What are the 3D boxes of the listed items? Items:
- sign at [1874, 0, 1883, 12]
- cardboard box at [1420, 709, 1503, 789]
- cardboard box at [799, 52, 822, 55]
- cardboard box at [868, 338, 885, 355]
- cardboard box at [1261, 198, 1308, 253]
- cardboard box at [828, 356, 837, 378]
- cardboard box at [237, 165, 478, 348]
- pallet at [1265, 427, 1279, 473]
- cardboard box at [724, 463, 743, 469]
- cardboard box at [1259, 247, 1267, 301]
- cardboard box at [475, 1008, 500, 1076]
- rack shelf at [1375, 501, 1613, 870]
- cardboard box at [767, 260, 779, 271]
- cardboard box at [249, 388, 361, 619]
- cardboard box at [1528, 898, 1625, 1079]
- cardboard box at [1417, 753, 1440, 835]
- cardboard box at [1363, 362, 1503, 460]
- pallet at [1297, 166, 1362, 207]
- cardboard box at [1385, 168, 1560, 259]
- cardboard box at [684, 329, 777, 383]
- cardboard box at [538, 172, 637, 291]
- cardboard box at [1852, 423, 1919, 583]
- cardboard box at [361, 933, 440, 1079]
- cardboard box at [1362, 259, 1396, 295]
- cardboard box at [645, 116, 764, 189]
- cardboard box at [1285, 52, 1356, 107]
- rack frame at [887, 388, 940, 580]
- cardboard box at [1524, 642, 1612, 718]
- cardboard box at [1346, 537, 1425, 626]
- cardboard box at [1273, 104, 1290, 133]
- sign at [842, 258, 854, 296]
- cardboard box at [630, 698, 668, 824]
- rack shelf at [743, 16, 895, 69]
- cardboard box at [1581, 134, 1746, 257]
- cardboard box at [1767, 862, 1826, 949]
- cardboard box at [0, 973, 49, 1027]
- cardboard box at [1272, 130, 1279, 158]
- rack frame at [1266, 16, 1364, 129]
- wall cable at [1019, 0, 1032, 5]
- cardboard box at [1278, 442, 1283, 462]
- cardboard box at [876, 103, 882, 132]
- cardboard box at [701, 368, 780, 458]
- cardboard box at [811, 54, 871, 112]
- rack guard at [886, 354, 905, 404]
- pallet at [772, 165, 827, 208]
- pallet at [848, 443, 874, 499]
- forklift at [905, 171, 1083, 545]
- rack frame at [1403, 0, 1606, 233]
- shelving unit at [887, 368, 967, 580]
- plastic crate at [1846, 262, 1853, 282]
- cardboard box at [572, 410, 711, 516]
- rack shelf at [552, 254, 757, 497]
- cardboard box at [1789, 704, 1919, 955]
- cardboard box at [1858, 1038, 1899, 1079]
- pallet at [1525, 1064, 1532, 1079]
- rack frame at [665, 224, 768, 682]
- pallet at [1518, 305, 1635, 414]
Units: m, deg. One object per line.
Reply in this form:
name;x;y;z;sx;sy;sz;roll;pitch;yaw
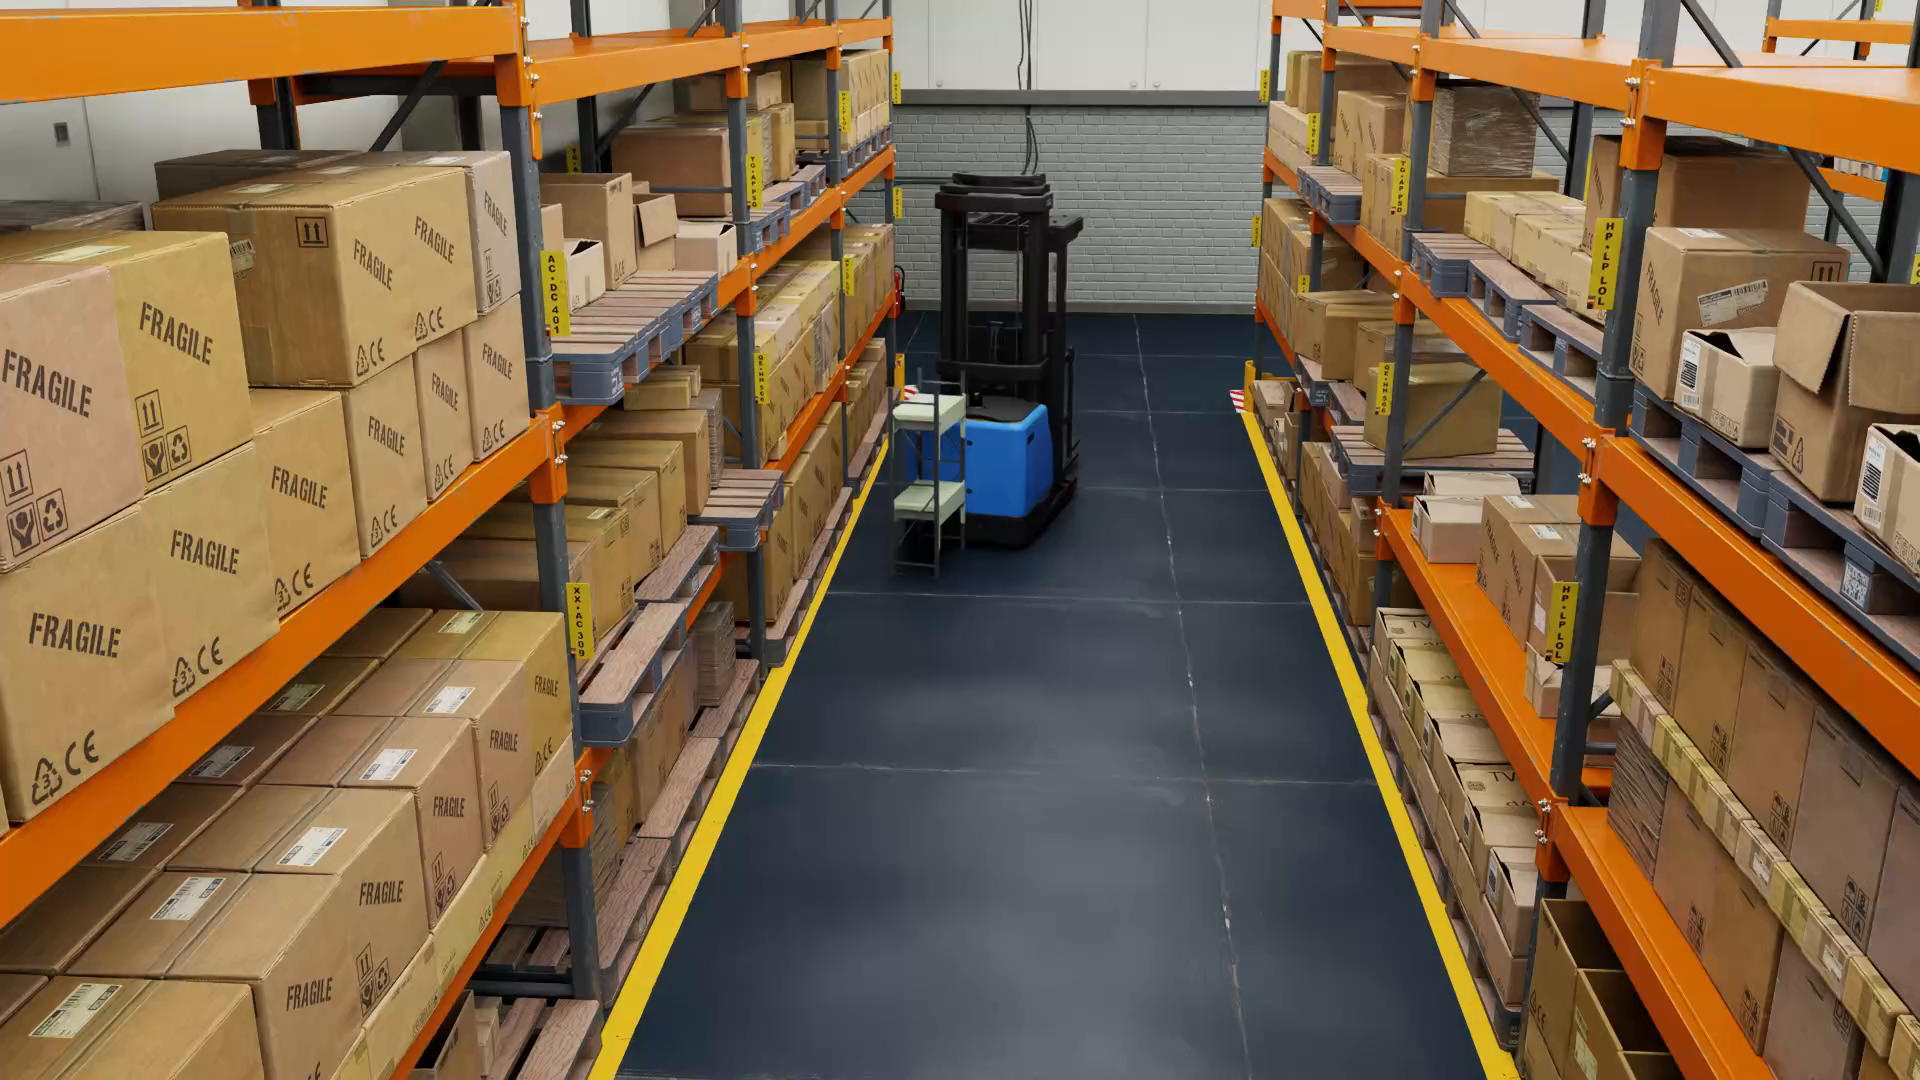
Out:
sign;9.213;-5.466;16.671;0.100;0.325;0.005;1;18;4
cardboard box;2.715;1.075;8.666;0.500;0.311;0.500;1;18;3
cardboard box;-1.592;-4.413;15.957;0.500;0.500;0.500;1;18;4
cardboard box;-0.996;-2.053;17.671;0.380;0.149;0.250;1;18;3
cardboard box;3.428;-3.278;17.345;0.500;0.500;0.500;2;18;6
cardboard box;-1.241;-1.455;13.916;0.380;0.149;0.250;2;18;5
cardboard box;-1.873;-0.895;5.220;0.500;0.500;0.500;2;18;7
pallet;3.571;-0.913;16.372;1.003;0.211;1.213;1;18;4
cardboard box;-1.537;-0.500;11.002;0.380;0.149;0.250;1;18;3
cardboard box;3.428;-2.803;17.500;0.500;0.500;0.500;2;18;5
cardboard box;-2.087;2.034;6.742;0.380;0.166;0.250;-1;18;-3
rack shelf;3.006;0.560;8.552;1.077;0.370;4.000;1;18;4
cardboard box;-1.798;-2.172;13.861;0.500;0.250;0.500;2;18;6
cardboard box;-1.967;-0.103;4.409;0.500;0.500;0.500;2;18;7
cardboard box;2.517;1.727;6.372;0.500;0.500;0.500;1;18;4
cardboard box;2.716;1.337;8.766;0.500;0.250;0.500;2;18;5
cardboard box;3.082;-0.848;10.859;0.700;0.500;0.500;-5;19;-15
pallet;3.320;-2.780;13.076;1.213;0.211;1.003;1;18;4
cardboard box;3.147;-2.012;10.269;0.910;0.500;0.500;1;18;4
cardboard box;-1.500;-1.211;10.928;0.500;0.250;0.500;2;18;5
cardboard box;-1.871;-1.494;8.012;0.500;0.500;0.500;1;18;2
cardboard box;2.435;-0.104;3.849;0.500;0.311;0.500;3;18;10
cardboard box;-1.910;1.413;5.003;0.500;0.250;0.500;1;18;4
cardboard box;3.751;-2.308;14.383;0.500;0.500;0.500;2;18;5
cardboard box;-1.776;-2.684;11.611;0.700;0.500;0.500;2;18;7
cardboard box;3.582;-4.522;16.324;0.700;0.500;0.500;1;18;4
rack frame;-0.355;-0.424;12.809;0.400;1.500;0.023;5;19;15
cardboard box;2.743;0.626;7.411;0.396;0.266;0.258;1;18;3
cardboard box;2.982;0.280;11.559;0.500;0.500;0.500;2;18;6
cardboard box;3.384;-4.171;16.454;0.500;0.250;0.500;1;18;4
sign;-0.963;-2.258;14.265;0.100;0.325;0.005;1;18;4
cardboard box;-1.978;1.161;8.872;0.700;0.500;0.500;1;18;5
rack shelf;-1.361;-4.695;15.597;1.077;0.370;4.000;1;18;4
cardboard box;2.964;-1.439;7.042;0.500;0.500;0.500;3;18;9
cardboard box;2.543;1.044;4.718;0.380;0.149;0.250;1;18;3
cardboard box;-2.497;1.370;3.928;0.500;0.500;0.500;2;18;5
cardboard box;3.384;-3.933;16.532;0.500;0.250;0.500;1;18;4
rack frame;3.723;-5.739;16.984;1.000;3.000;0.127;1;18;4
wall cable;2.242;-8.461;22.168;3.097;2.526;0.112;1;18;4
cardboard box;3.161;-0.801;15.421;0.380;0.149;0.250;1;18;4
cardboard box;-1.042;-4.203;16.522;0.500;0.250;0.500;1;18;2
cardboard box;-1.502;-0.856;11.048;0.500;0.500;0.500;2;18;6
cardboard box;-1.113;-4.241;15.432;0.500;0.500;0.500;1;18;4
rack guard;-1.216;-1.817;18.664;1.175;0.500;0.348;1;18;4
pallet;-1.521;-2.803;13.151;0.805;0.209;1.217;1;18;2
pallet;-1.372;-0.664;15.611;1.003;0.211;1.213;1;18;4
forklift;0.440;-1.771;14.622;1.130;2.935;3.031;5;19;15
rack frame;3.150;-3.254;9.402;1.000;3.000;0.127;1;18;4
shelving unit;-0.254;-0.534;13.143;0.431;1.500;0.755;5;19;15
plastic crate;8.826;-2.713;17.232;0.616;0.435;0.499;1;18;4
cardboard box;-1.828;-0.449;9.608;0.700;0.500;0.500;0;18;-1
rack shelf;-1.935;-0.975;8.419;1.077;0.370;4.000;1;18;4
cardboard box;2.729;0.781;4.479;0.700;0.500;0.500;1;18;4
cardboard box;2.697;1.572;4.147;0.700;0.500;0.500;1;18;4
pallet;2.764;2.410;6.228;1.003;0.211;1.213;1;18;4
rack frame;-1.792;-0.512;10.670;1.000;3.000;0.127;1;18;4
pallet;2.913;-0.769;6.944;0.805;0.209;1.217;1;18;2
